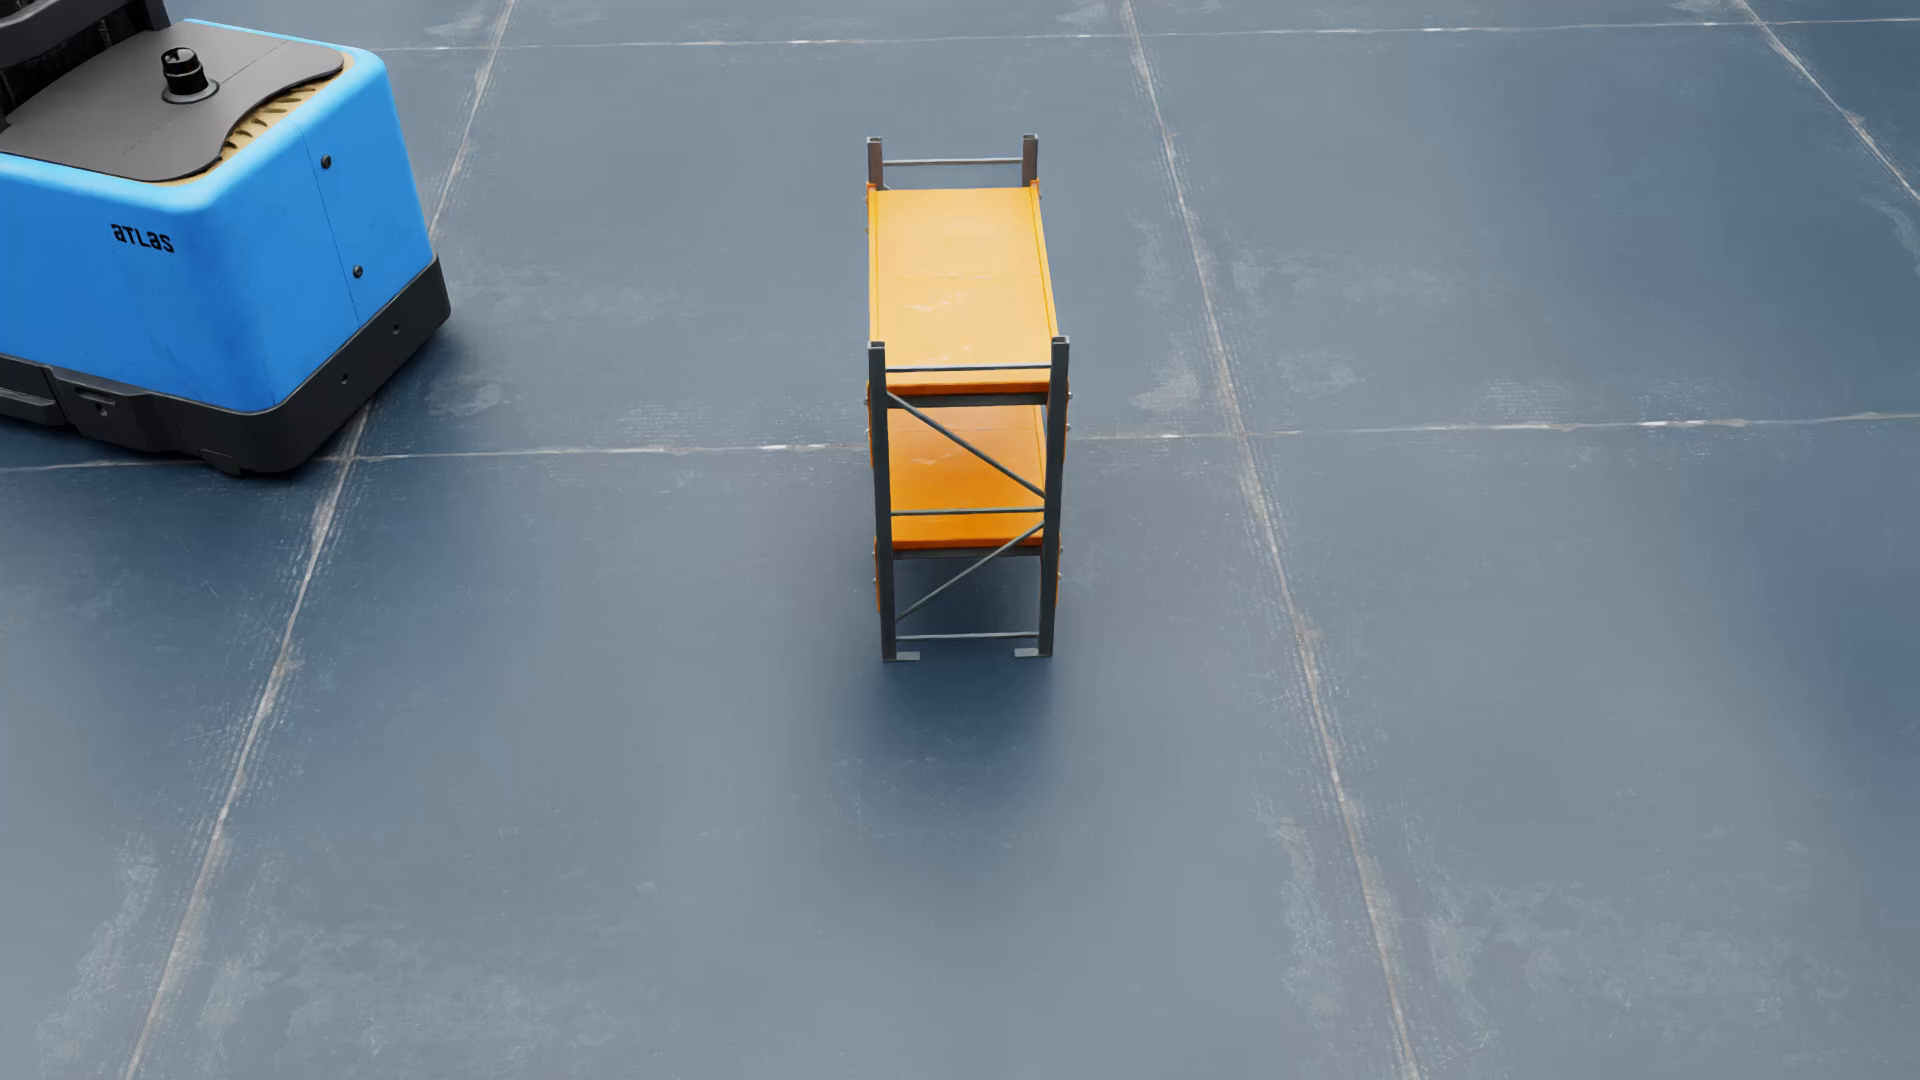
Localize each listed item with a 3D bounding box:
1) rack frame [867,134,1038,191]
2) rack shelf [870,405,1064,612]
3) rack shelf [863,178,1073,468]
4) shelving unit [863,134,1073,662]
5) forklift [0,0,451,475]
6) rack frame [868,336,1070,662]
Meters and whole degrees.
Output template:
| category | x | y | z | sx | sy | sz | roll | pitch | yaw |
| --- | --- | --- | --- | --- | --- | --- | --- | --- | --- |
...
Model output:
| category | x | y | z | sx | sy | sz | roll | pitch | yaw |
| --- | --- | --- | --- | --- | --- | --- | --- | --- | --- |
| rack frame | -0.022 | -0.762 | 5.249 | 0.500 | 1.125 | 0.032 | -2 | 43 | -2 |
| rack shelf | 0.000 | -0.239 | 5.040 | 0.538 | 0.278 | 1.000 | -2 | 43 | -2 |
| rack shelf | 0.000 | -0.635 | 4.677 | 0.538 | 0.278 | 1.000 | -2 | 43 | -2 |
| shelving unit | 0.000 | -0.419 | 4.875 | 0.538 | 1.125 | 1.048 | -2 | 43 | -2 |
| forklift | -3.423 | -1.899 | 5.152 | 3.031 | 2.935 | 1.130 | 13 | 44 | 14 |
| rack frame | 0.021 | -0.076 | 4.500 | 0.500 | 1.125 | 0.032 | -2 | 43 | -2 |
